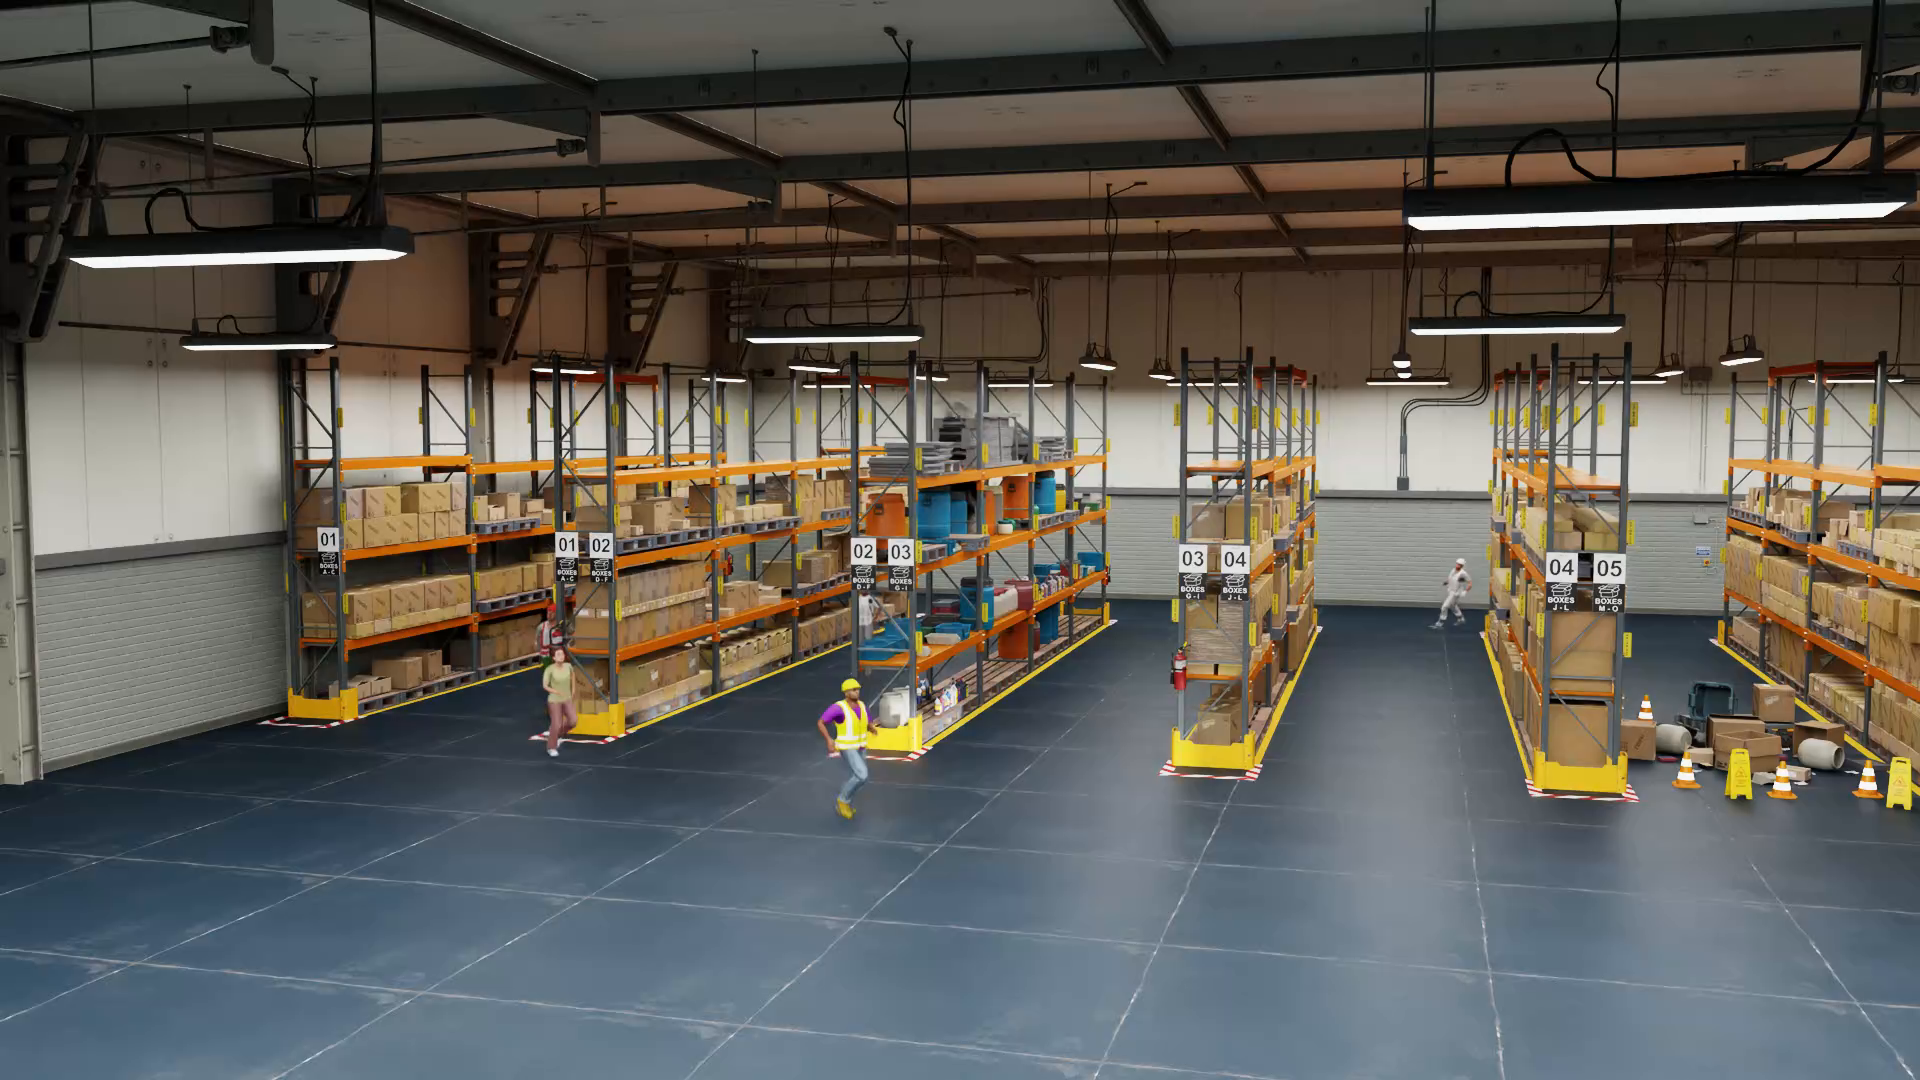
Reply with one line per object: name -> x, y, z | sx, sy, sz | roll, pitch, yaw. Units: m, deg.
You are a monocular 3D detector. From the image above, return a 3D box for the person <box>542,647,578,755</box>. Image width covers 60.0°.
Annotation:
person -> -5.900, 2.387, 24.618 | 0.609, 1.626, 0.632 | -4, 6, -40

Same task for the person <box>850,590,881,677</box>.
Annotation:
person -> -1.767, 1.631, 30.836 | 0.558, 1.786, 0.656 | 1, 4, 8

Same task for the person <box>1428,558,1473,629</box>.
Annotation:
person -> 11.564, 1.256, 39.237 | 0.953, 1.705, 0.843 | 1, 4, 10

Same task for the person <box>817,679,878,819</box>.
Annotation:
person -> -1.318, 2.600, 20.724 | 0.665, 1.740, 0.685 | 3, 5, 38

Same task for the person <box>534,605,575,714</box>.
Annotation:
person -> -6.947, 2.004, 28.375 | 0.656, 1.786, 0.987 | 1, 4, 8
